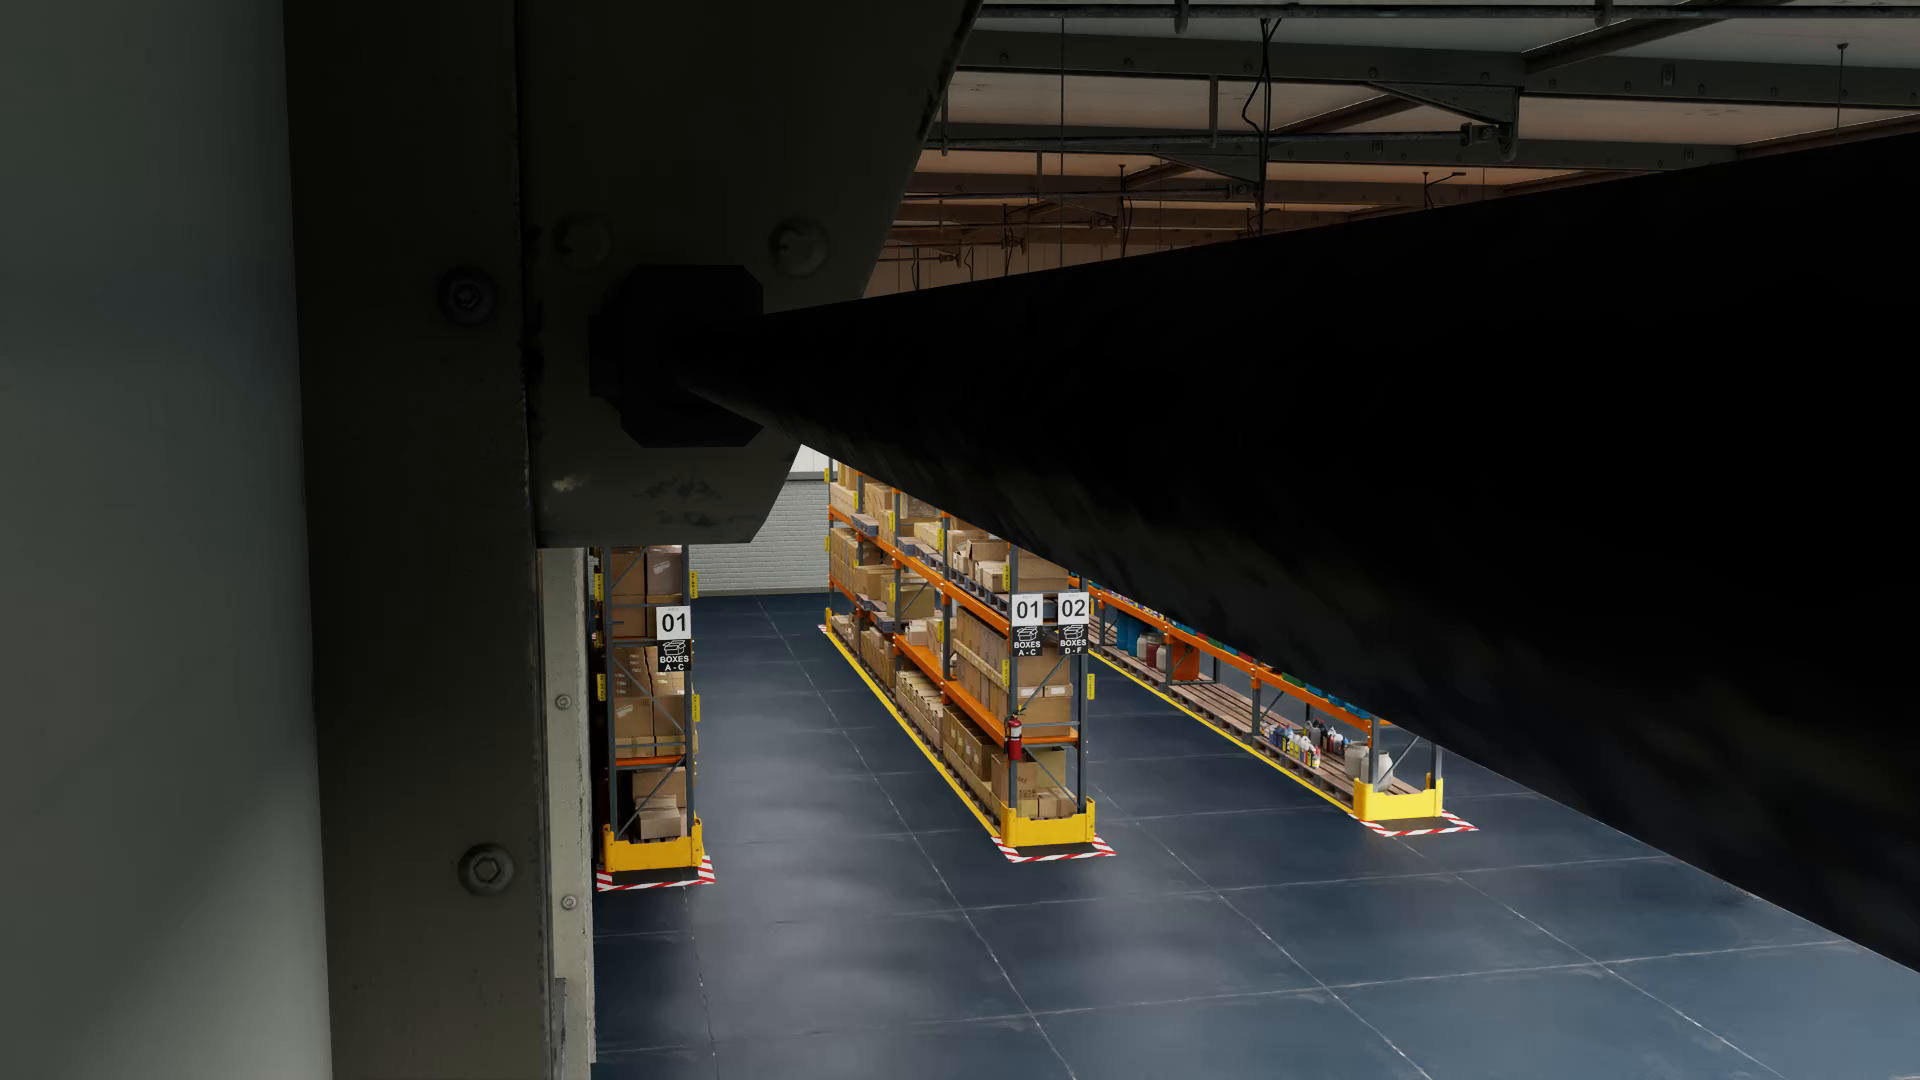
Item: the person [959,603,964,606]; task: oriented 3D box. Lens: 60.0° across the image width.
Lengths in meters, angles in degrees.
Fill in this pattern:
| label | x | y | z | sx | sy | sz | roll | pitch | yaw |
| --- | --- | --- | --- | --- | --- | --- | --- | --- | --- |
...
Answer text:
| label | x | y | z | sx | sy | sz | roll | pitch | yaw |
| --- | --- | --- | --- | --- | --- | --- | --- | --- | --- |
| person | 0.129 | 1.315 | 34.818 | 0.630 | 1.800 | 0.969 | -3 | 7 | -24 |
